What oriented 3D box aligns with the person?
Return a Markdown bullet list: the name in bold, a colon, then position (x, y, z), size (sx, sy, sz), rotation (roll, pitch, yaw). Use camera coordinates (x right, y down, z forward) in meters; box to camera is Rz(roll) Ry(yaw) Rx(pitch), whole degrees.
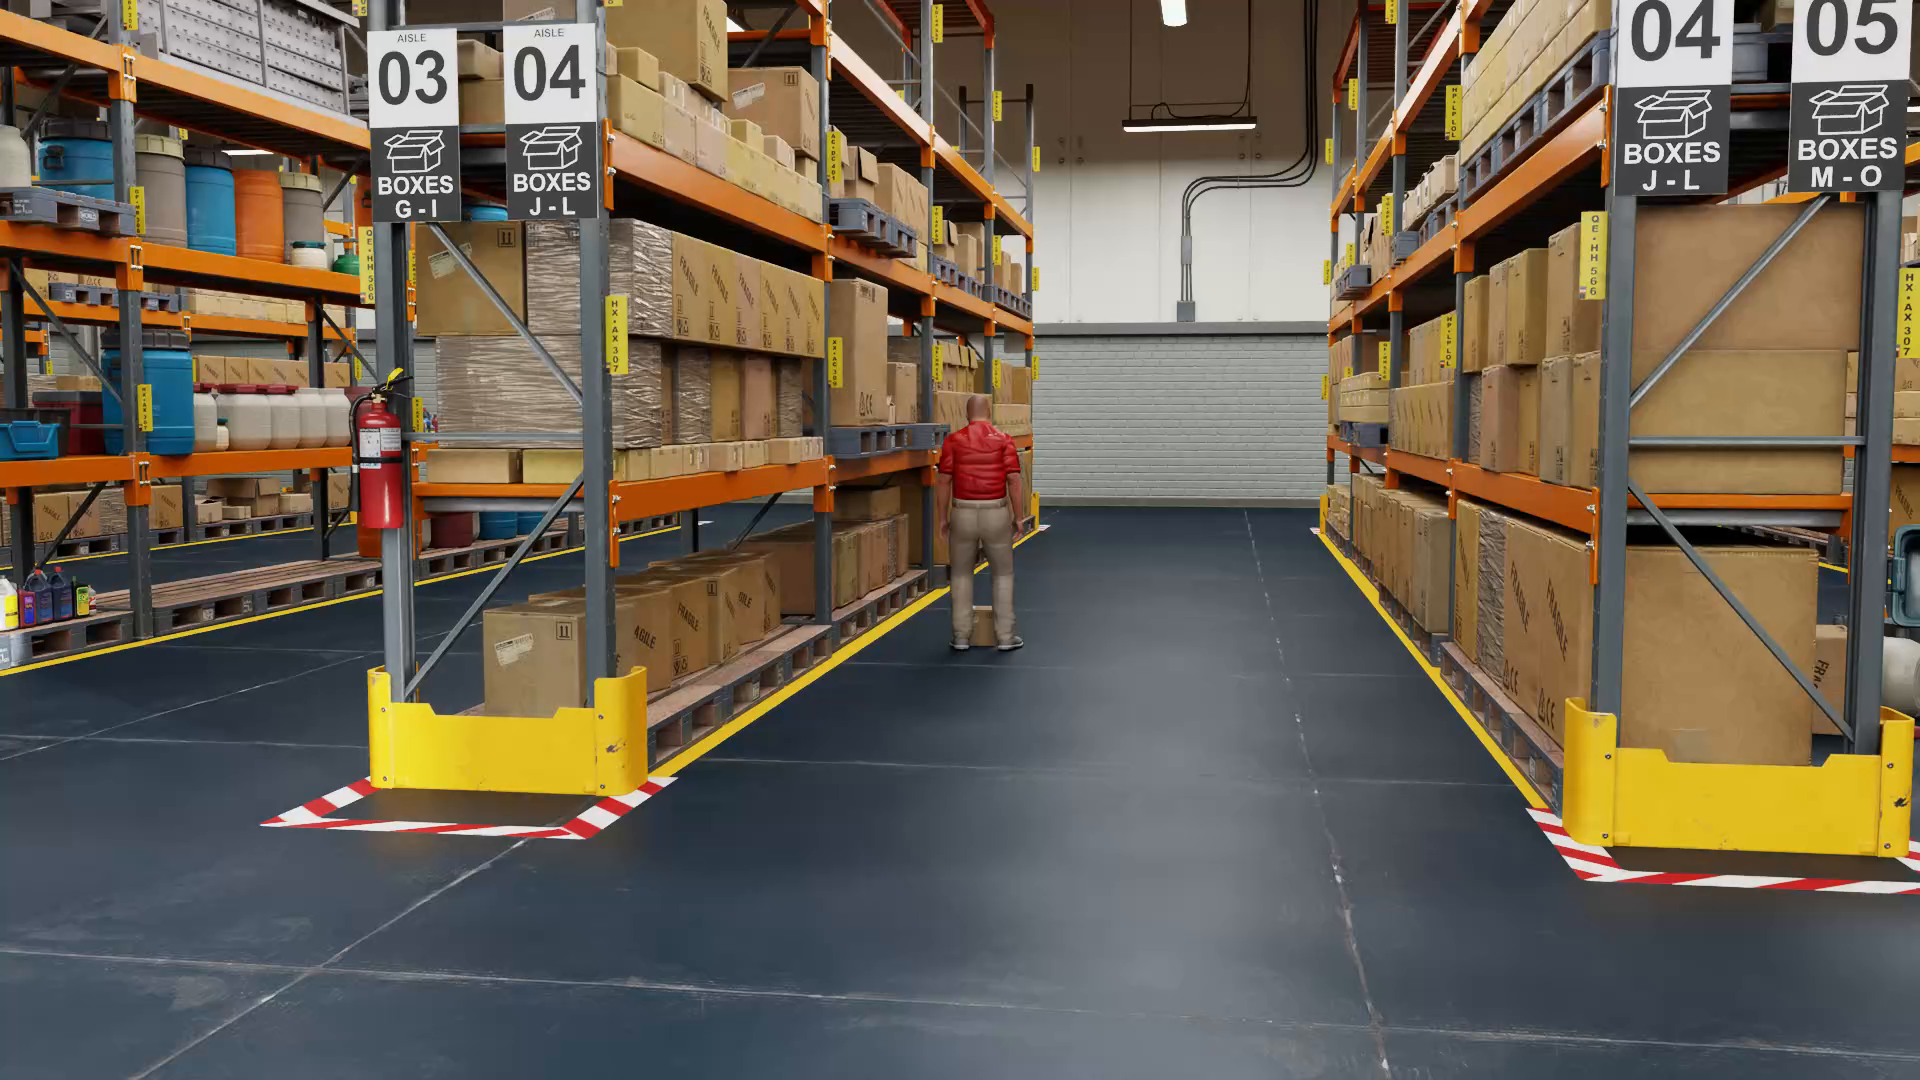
- **person**: position (0.139, -0.121, 11.287), size (0.586, 1.726, 0.400), rotation (0, 4, 6)
